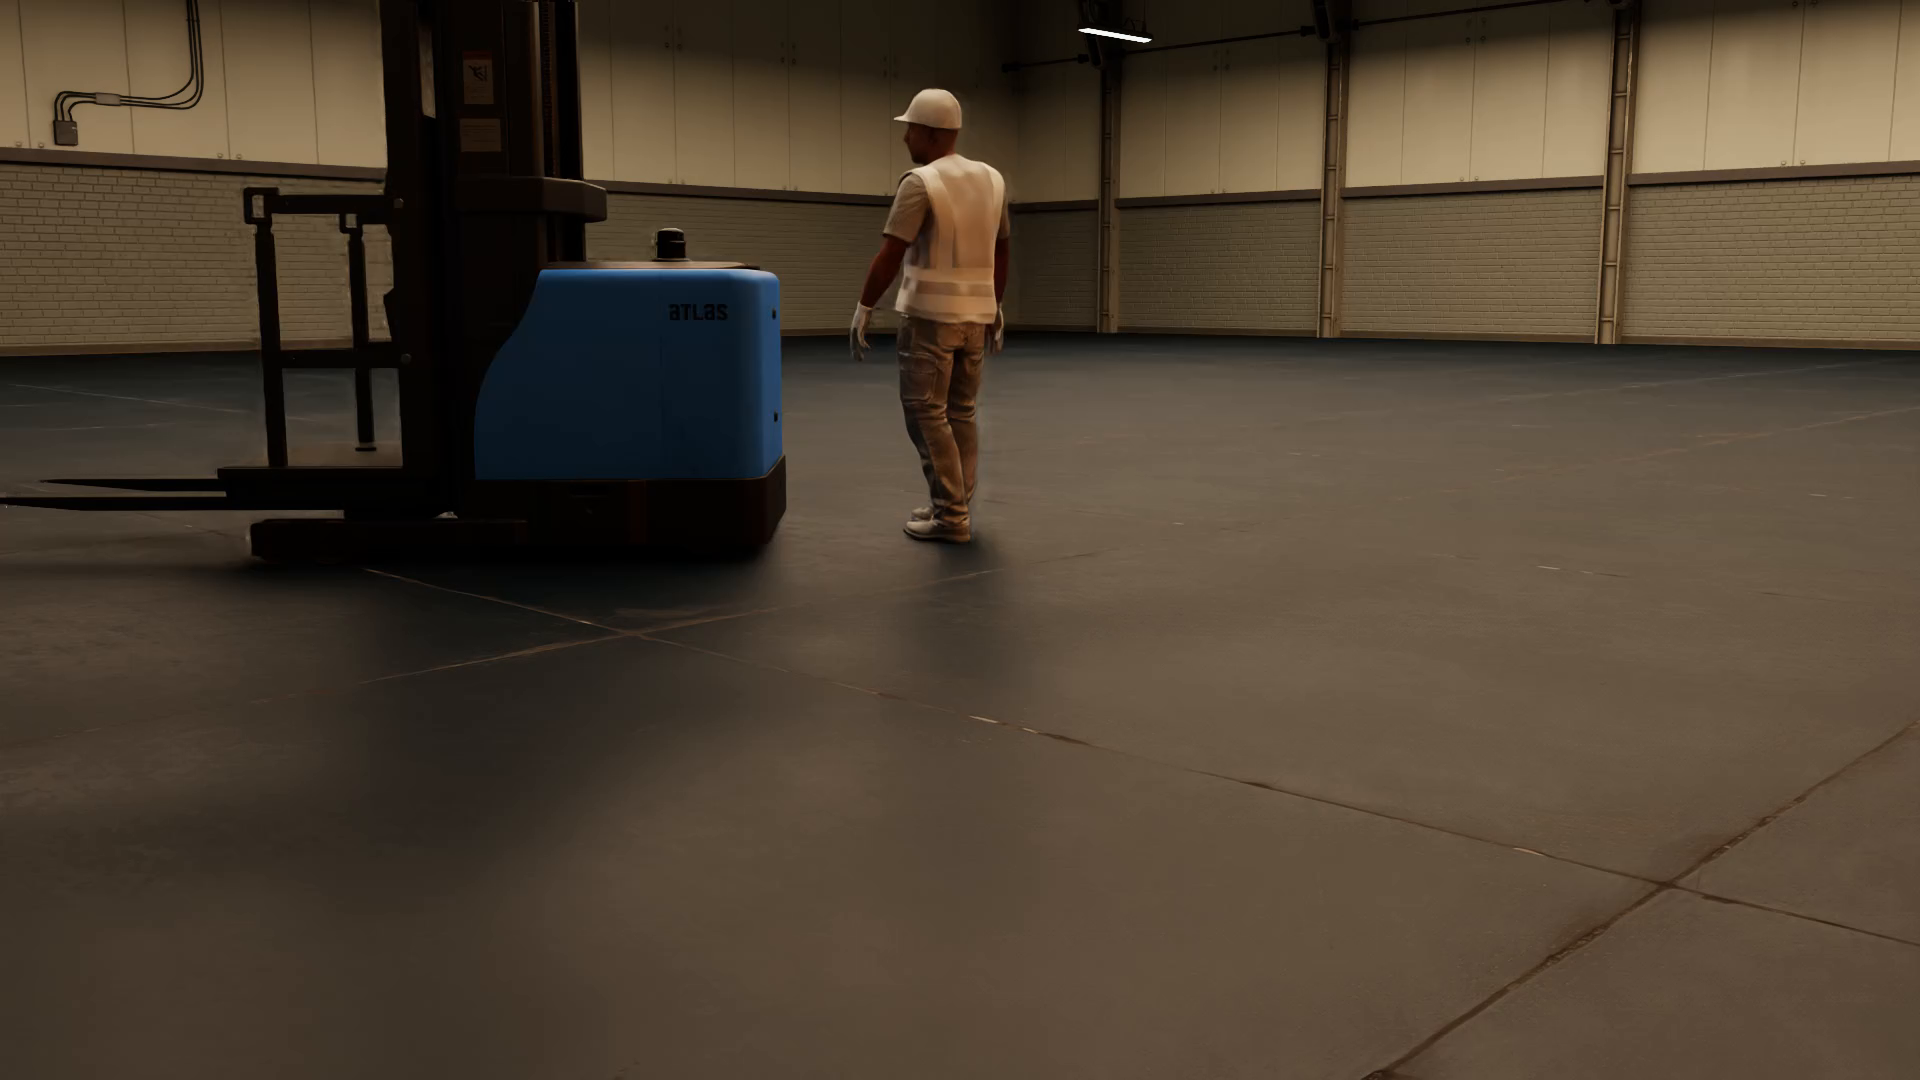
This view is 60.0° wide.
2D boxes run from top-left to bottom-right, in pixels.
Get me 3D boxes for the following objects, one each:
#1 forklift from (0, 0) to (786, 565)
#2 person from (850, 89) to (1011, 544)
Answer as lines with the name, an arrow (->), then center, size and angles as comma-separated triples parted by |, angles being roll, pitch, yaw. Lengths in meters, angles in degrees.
forklift -> -2.244, -1.438, 6.423 | 3.031, 2.935, 1.130 | 0, 9, -1
person -> -0.151, -0.884, 6.662 | 0.563, 1.779, 0.737 | 7, 11, 40
